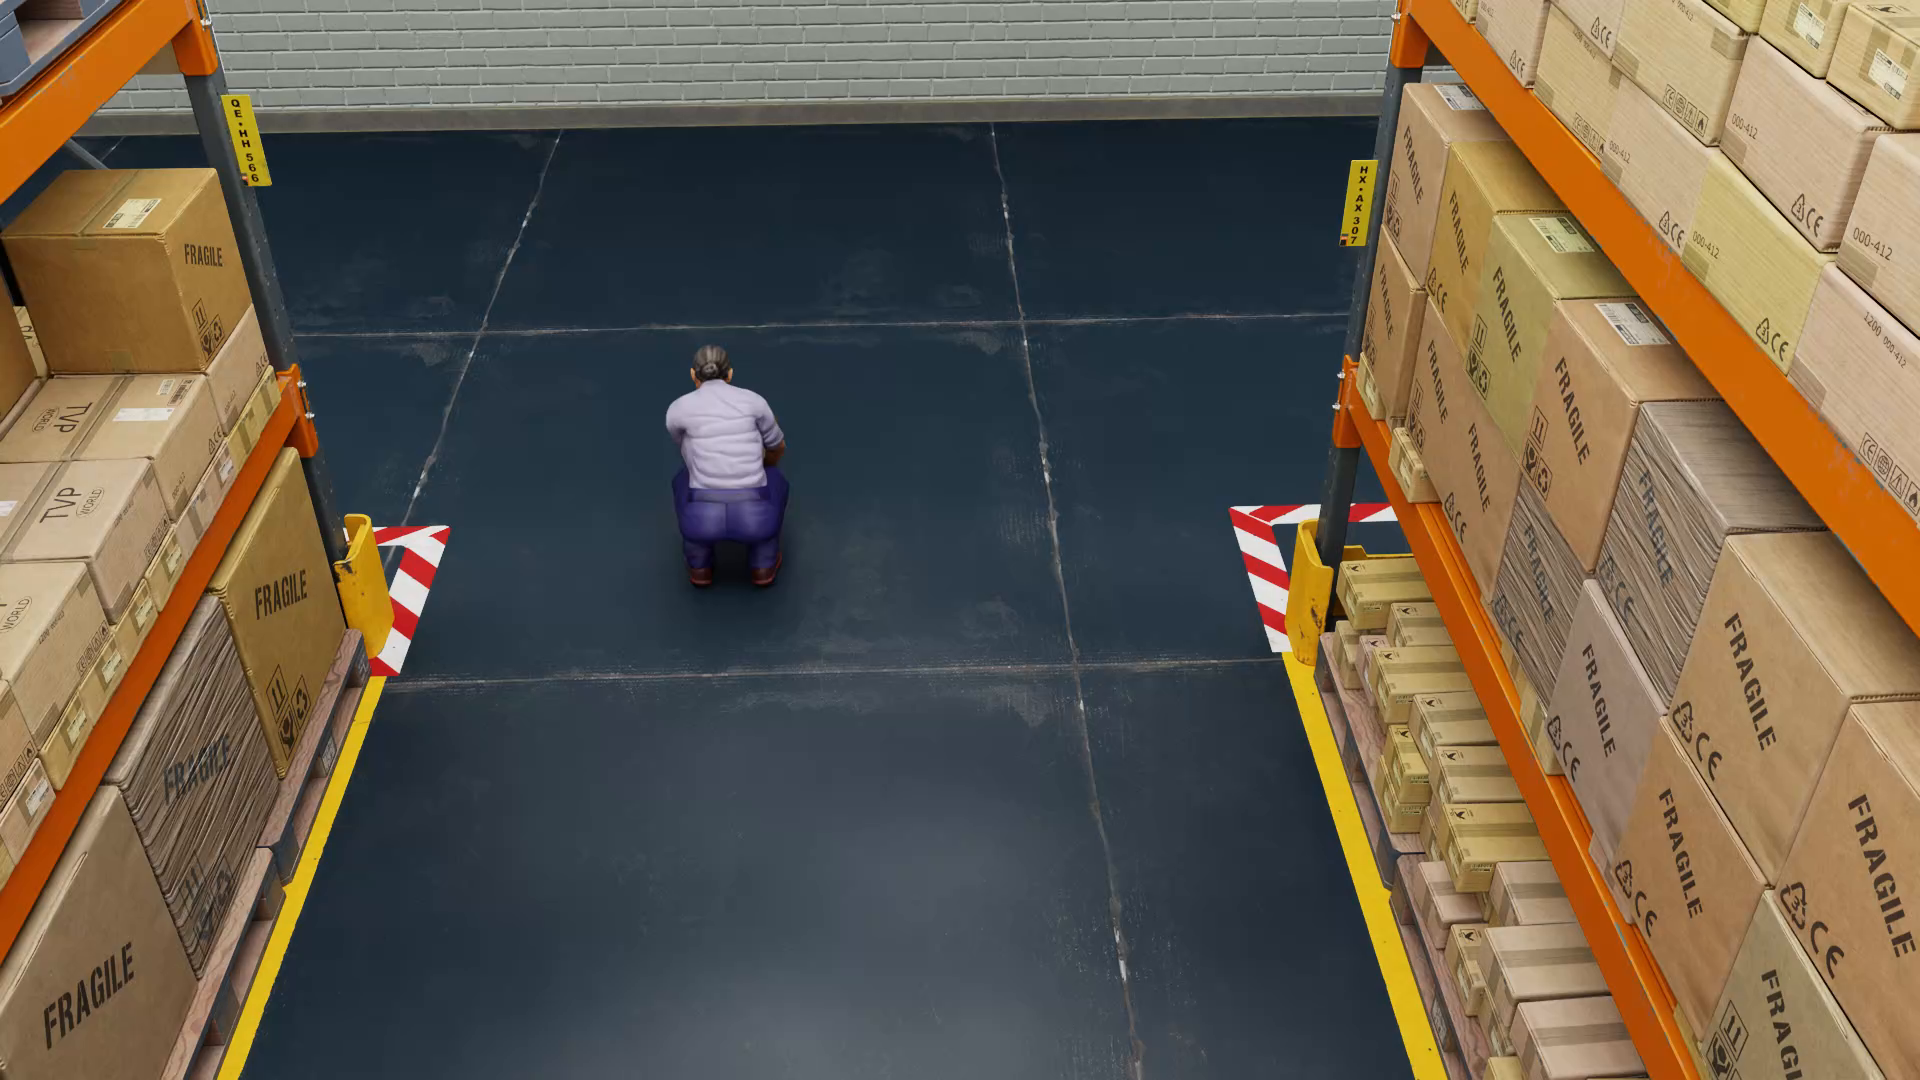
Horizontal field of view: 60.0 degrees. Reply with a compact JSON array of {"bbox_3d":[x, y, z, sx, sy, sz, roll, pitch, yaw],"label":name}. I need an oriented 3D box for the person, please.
[{"bbox_3d":[-1.019,-0.323,7.243,0.524,0.936,0.826,-2,35,-3],"label":"person"}]
